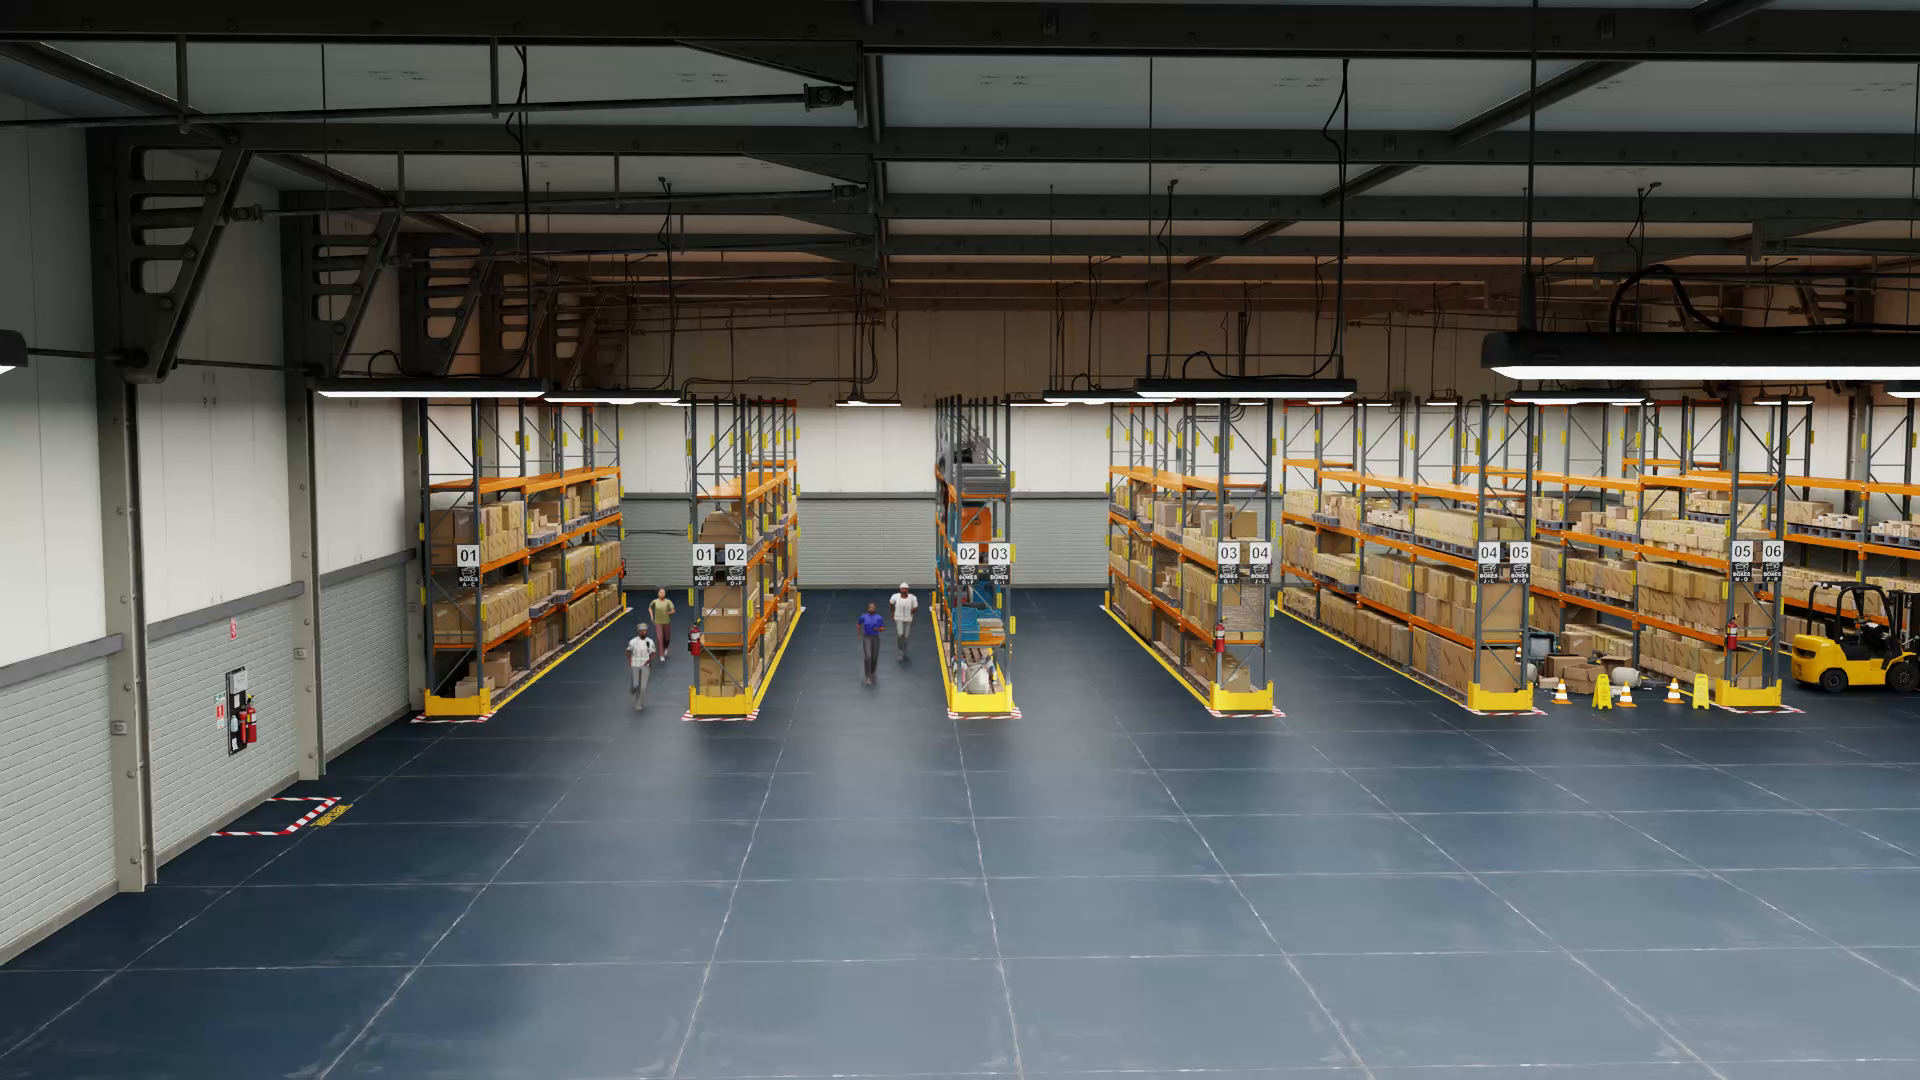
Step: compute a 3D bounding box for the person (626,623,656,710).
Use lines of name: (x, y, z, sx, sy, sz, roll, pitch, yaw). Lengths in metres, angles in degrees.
person: (-6.090, 2.412, 31.799, 0.563, 1.650, 0.538, -1, 5, -15)

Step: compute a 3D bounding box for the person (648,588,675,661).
person: (-6.803, 1.905, 37.967, 0.588, 1.643, 0.896, -1, 5, -14)

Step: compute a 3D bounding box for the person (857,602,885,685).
person: (-1.860, 2.159, 34.837, 0.545, 1.720, 0.768, -1, 5, -13)

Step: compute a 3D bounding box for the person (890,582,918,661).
person: (-1.275, 1.859, 38.124, 0.606, 1.801, 0.839, -1, 5, -11)
